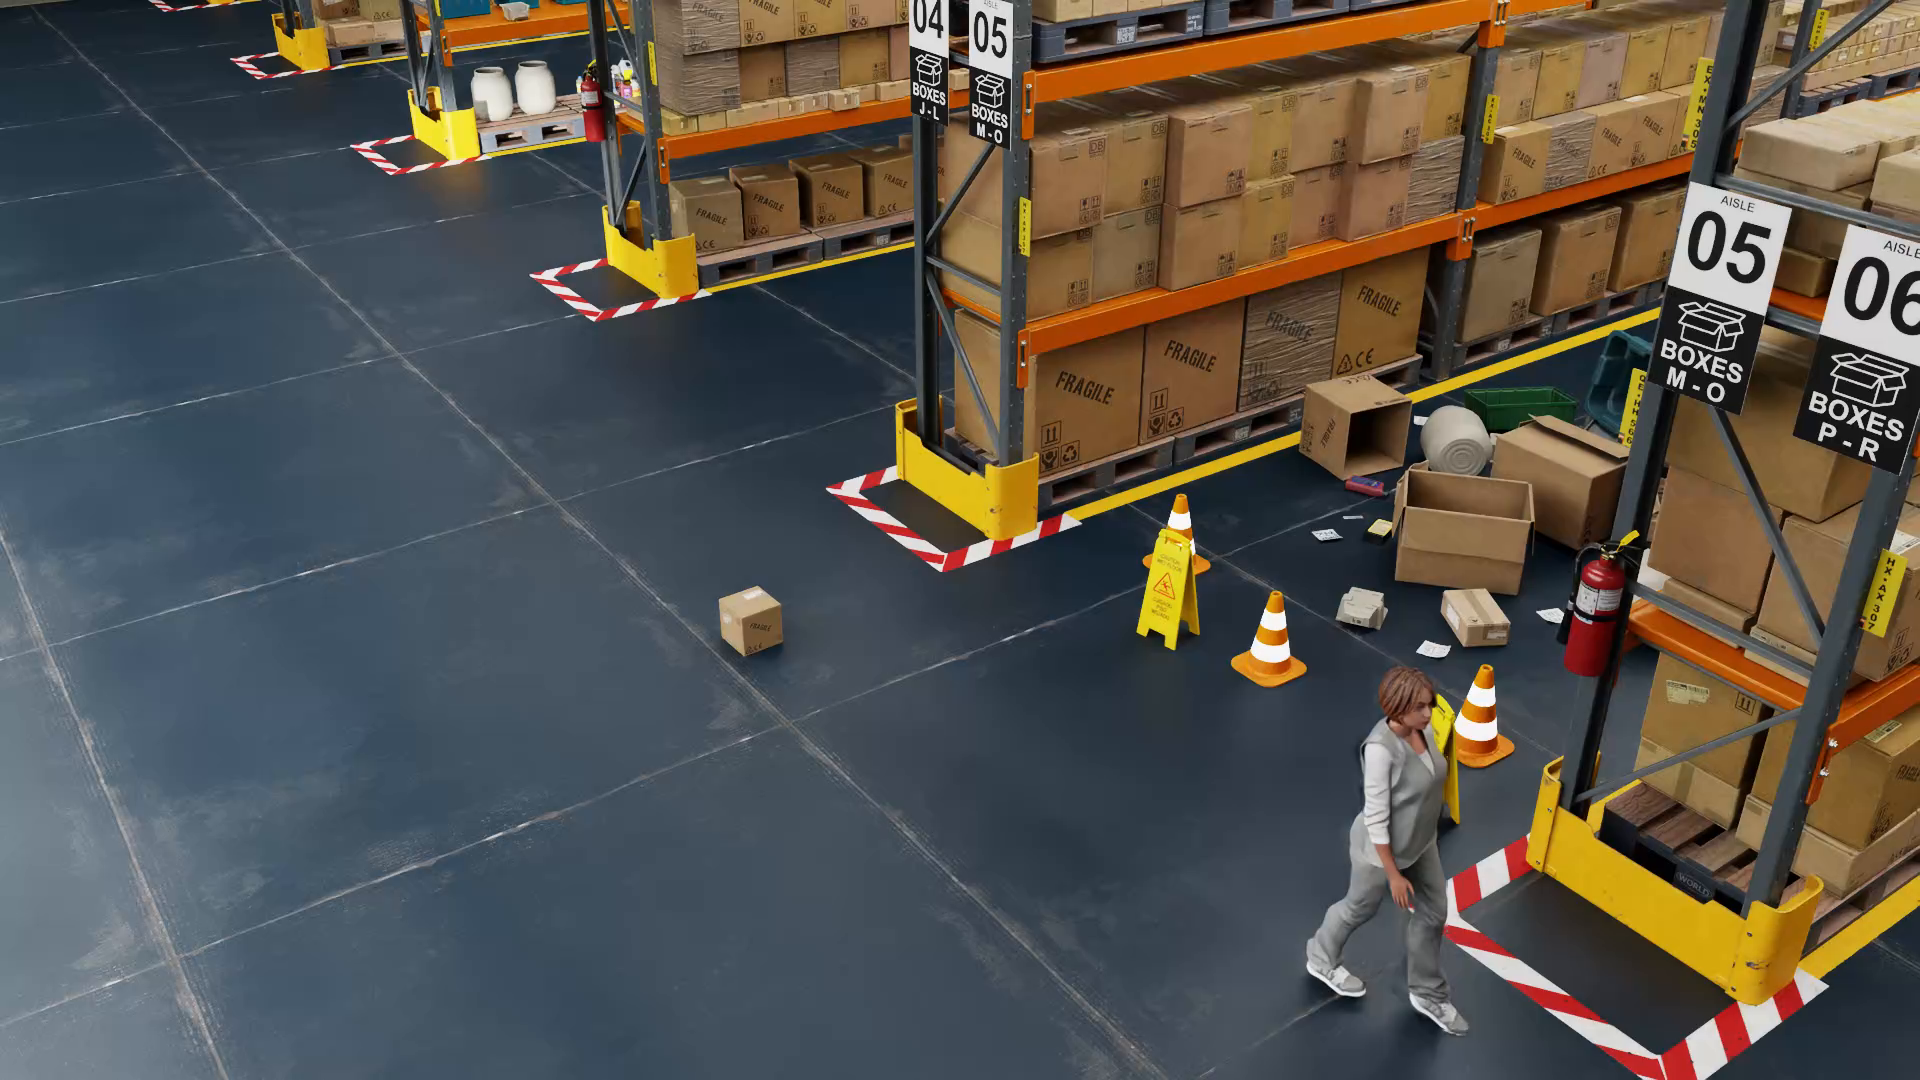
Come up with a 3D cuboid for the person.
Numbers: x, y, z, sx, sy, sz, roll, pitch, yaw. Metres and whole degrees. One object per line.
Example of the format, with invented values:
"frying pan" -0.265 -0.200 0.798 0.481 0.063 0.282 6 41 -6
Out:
"person" 1.717 1.222 6.443 0.451 1.622 0.679 -26 38 -38
